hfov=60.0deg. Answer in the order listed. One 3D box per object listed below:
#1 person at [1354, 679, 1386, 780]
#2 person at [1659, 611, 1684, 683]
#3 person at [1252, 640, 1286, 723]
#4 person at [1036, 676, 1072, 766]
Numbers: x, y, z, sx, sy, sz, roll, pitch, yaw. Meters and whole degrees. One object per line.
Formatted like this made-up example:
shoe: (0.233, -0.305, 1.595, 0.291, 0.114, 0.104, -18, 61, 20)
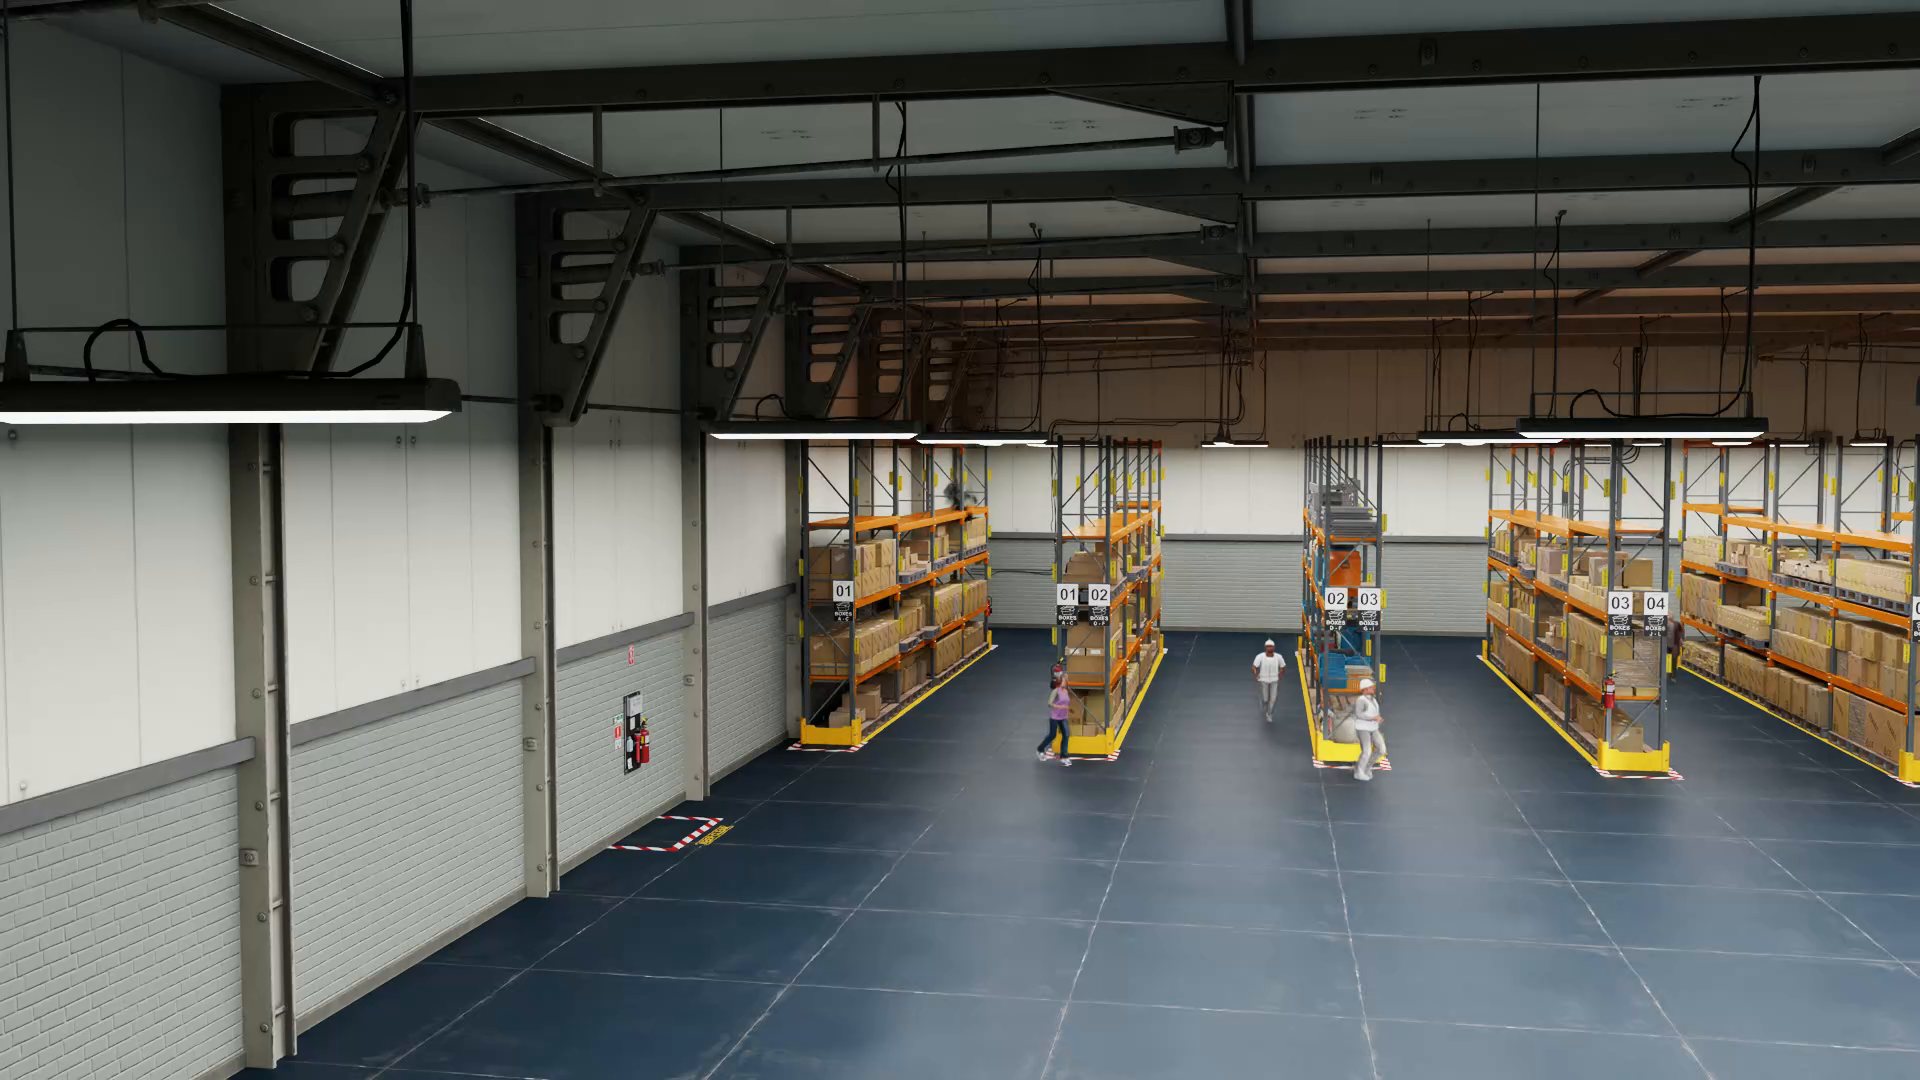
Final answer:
person: (7.141, 3.295, 28.868, 0.604, 1.757, 0.696, 3, 4, 45)
person: (17.526, 2.623, 41.076, 0.721, 1.750, 0.958, 1, 3, 10)
person: (6.534, 2.966, 35.104, 0.701, 1.720, 0.601, 0, 3, 5)
person: (1.800, 3.267, 30.303, 0.549, 1.590, 0.806, -3, 4, -43)
